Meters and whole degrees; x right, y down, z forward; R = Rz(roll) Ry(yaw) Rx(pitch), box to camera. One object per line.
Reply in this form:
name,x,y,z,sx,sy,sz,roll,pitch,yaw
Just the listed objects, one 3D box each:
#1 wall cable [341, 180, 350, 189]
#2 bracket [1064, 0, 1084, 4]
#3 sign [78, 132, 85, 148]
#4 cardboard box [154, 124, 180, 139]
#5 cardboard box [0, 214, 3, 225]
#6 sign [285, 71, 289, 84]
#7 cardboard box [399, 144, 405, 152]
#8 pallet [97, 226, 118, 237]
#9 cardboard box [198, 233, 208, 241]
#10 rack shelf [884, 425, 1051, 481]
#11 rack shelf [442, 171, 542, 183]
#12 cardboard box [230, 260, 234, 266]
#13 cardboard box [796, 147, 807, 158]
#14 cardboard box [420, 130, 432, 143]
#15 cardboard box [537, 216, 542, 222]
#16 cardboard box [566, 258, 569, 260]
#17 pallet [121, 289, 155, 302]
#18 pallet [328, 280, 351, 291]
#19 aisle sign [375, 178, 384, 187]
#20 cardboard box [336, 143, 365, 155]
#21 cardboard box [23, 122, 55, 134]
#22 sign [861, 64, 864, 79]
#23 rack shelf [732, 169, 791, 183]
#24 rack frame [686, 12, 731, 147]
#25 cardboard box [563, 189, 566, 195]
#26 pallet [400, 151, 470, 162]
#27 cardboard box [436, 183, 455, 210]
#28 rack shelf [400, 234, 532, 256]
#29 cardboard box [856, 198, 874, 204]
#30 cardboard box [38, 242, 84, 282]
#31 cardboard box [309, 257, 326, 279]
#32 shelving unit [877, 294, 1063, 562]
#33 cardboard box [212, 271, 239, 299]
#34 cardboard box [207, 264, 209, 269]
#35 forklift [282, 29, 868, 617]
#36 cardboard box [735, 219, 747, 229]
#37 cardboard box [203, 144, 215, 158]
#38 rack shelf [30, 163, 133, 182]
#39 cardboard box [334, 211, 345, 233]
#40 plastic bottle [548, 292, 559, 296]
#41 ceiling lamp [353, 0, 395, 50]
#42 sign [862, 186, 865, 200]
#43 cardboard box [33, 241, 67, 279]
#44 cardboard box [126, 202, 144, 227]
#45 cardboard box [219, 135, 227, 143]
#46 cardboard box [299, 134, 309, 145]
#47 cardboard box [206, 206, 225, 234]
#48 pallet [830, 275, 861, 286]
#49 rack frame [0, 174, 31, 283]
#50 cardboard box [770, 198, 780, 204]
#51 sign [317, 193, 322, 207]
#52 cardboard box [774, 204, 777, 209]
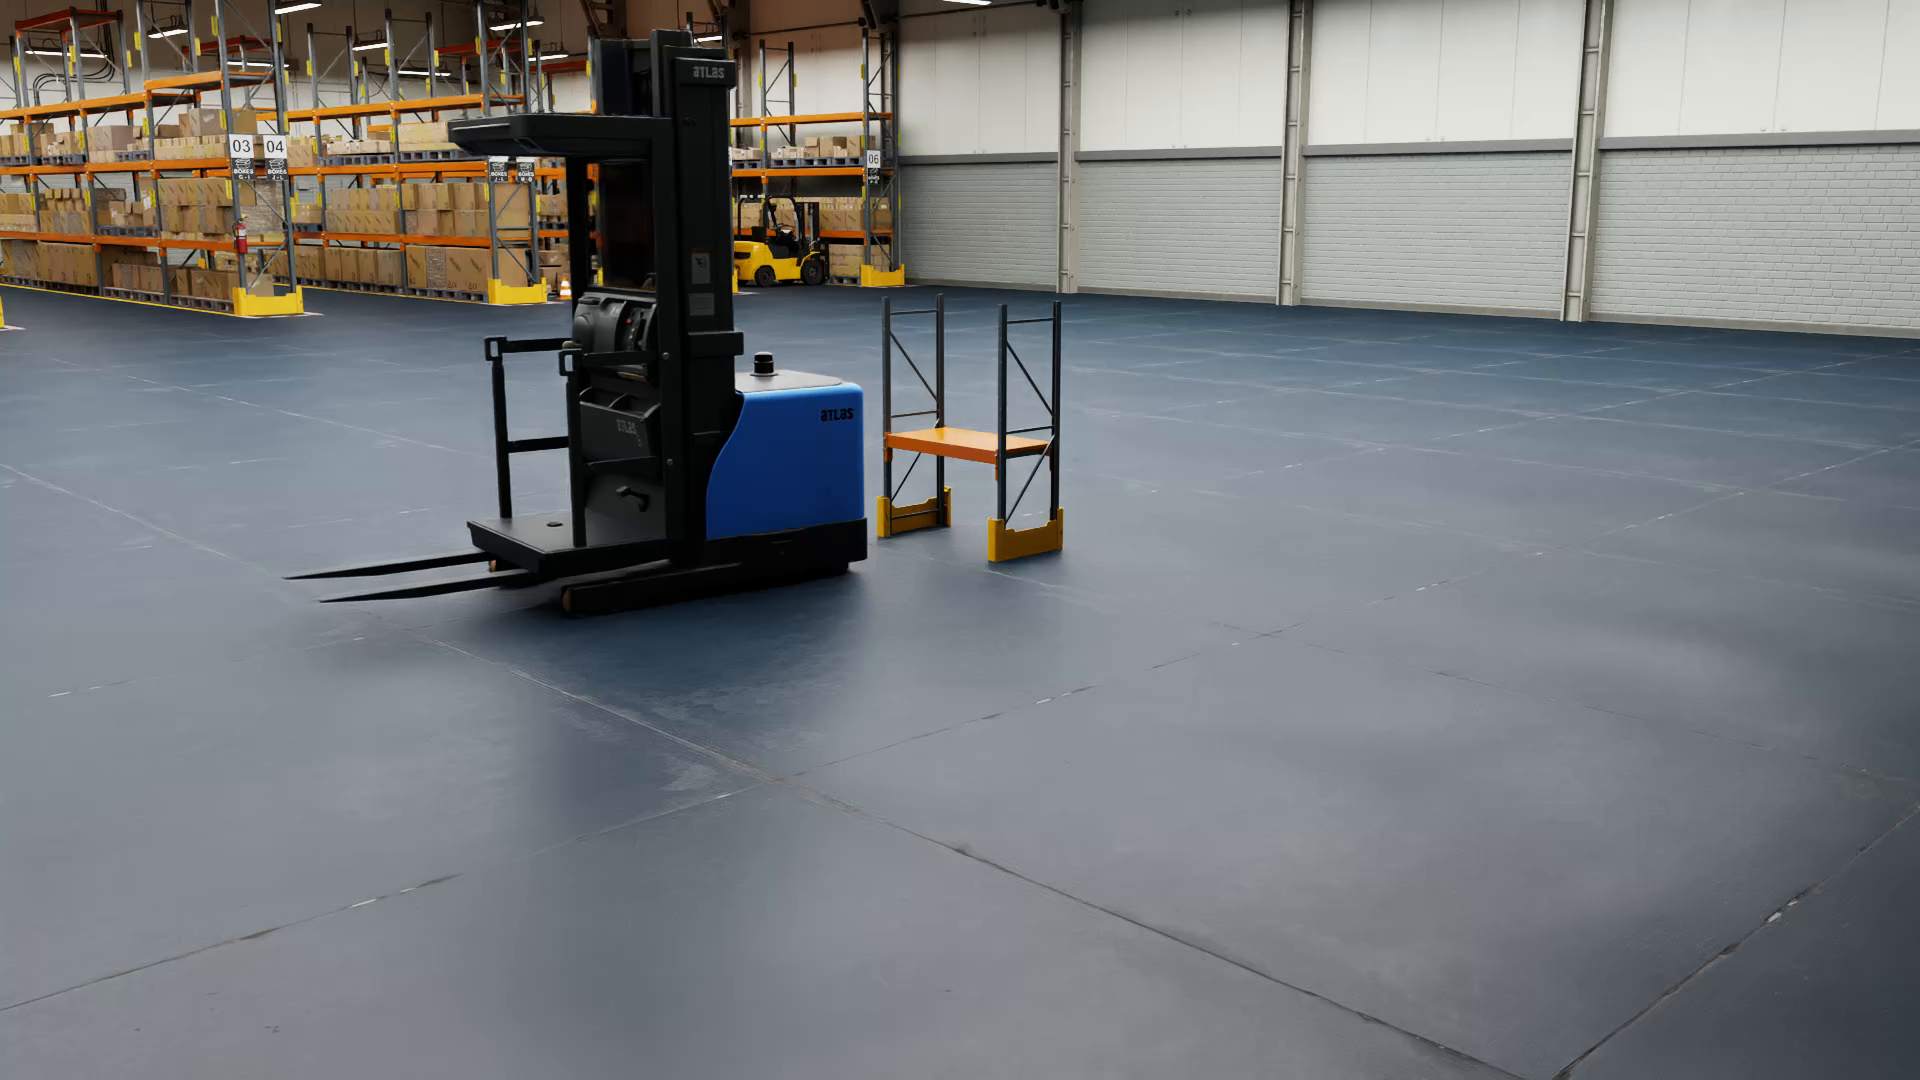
wall cable,-19.427,-10.848,53.114,0.588,1.984,0.122,-11,16,-43
bracket,2.448,-11.631,35.646,0.235,0.232,0.430,-11,16,-43
sign,-18.583,-8.468,35.168,0.100,0.325,0.005,-11,16,-43
cardboard box,-15.667,-8.007,33.111,0.637,0.503,0.797,11,16,42
cardboard box,-23.201,-7.840,40.666,0.500,0.250,0.500,-11,16,-43
sign,-16.884,-11.595,41.681,0.100,0.325,0.005,-11,16,-43
cardboard box,-11.751,-8.376,35.533,0.380,0.149,0.250,-11,16,-43
pallet,-17.607,-6.600,35.487,1.213,0.211,1.003,-11,16,-43
cardboard box,-14.110,-5.709,31.313,0.380,0.149,0.250,-11,16,-43
rack shelf,0.059,-0.546,10.236,0.538,0.185,1.000,-11,16,-43
rack shelf,-12.390,-9.573,43.790,1.077,0.370,4.000,-11,16,-43
cardboard box,-18.919,-7.287,43.633,0.380,0.149,0.250,-10,15,-40
cardboard box,-3.854,-9.671,41.532,0.258,0.266,0.396,11,16,44
cardboard box,-10.923,-8.414,34.731,0.500,0.250,0.500,-11,16,-43
cardboard box,-10.417,-8.038,41.574,0.380,0.149,0.250,-11,16,-42
cardboard box,-10.111,-6.892,41.902,0.950,0.372,0.625,-11,16,-44
pallet,-16.799,-5.125,34.763,1.003,0.211,1.213,-11,16,-43
pallet,-14.029,-5.968,38.856,1.003,0.211,1.213,-11,16,-43
aisle sign,-16.793,-10.575,47.863,0.394,0.787,0.004,-11,16,-43
cardboard box,-13.833,-8.900,37.827,0.500,0.250,0.500,-10,16,-41
cardboard box,-21.584,-9.645,38.964,0.500,0.250,0.500,10,16,41
sign,-2.299,-11.050,39.232,0.100,0.325,0.005,-11,16,-43
rack shelf,-6.040,-9.681,44.317,1.077,0.370,4.000,-11,16,-43
rack frame,-5.484,-9.935,36.331,1.000,3.000,0.127,-11,16,-43
cardboard box,-9.420,-8.470,40.454,0.250,0.149,0.380,11,16,43
pallet,-11.199,-8.180,35.470,1.003,0.211,1.213,-11,16,-43
cardboard box,-10.418,-7.181,34.785,0.875,0.550,0.500,-11,16,-43
rack shelf,-10.376,-6.231,35.006,1.077,0.370,4.000,-11,16,-43
cardboard box,-2.297,-8.224,40.302,0.380,0.149,0.250,-11,16,-42
cardboard box,-20.482,-6.441,38.466,1.225,0.875,0.875,-11,16,-42
cardboard box,-15.163,-6.500,39.683,0.500,0.500,0.500,-11,16,-43
shelving unit,0.053,-0.723,10.206,0.587,1.500,1.083,-11,16,-43
cardboard box,-13.927,-4.867,31.754,0.500,0.500,0.500,-9,15,-37
cardboard box,-19.914,-7.315,44.508,0.380,0.149,0.250,-10,16,-41
forklift,-2.018,-1.162,8.787,3.031,2.935,1.130,-9,14,-36
cardboard box,-5.548,-8.309,43.677,0.500,0.250,0.500,-11,16,-43
cardboard box,-13.515,-7.118,30.467,0.500,0.250,0.500,-11,16,-42
rack shelf,-19.558,-8.192,37.087,1.077,0.370,4.000,-11,16,-43
cardboard box,-14.051,-7.331,38.315,0.500,0.500,0.500,-11,16,-43
plastic bottle,-8.915,-5.380,36.372,0.283,0.061,0.133,6,13,26
ceiling lamp,-14.775,-14.119,42.174,0.800,3.185,2.000,-11,16,-43
sign,-2.299,-8.298,39.798,0.100,0.325,0.005,-11,16,-43
cardboard box,-21.337,-6.639,39.428,0.875,0.875,0.875,-11,16,-43
cardboard box,-16.678,-6.696,34.180,0.797,0.503,0.637,-9,15,-37
cardboard box,-13.069,-7.203,29.891,0.380,0.149,0.250,-11,16,-43
cardboard box,-15.352,-9.448,39.258,0.396,0.266,0.258,-11,16,-43
cardboard box,-13.444,-5.950,30.875,0.875,0.500,0.500,-11,16,-43
pallet,-2.455,-6.429,41.091,1.003,0.211,1.213,-11,16,-43
rack frame,-23.701,-7.950,41.568,1.000,3.000,0.127,-11,16,-43
cardboard box,-4.654,-8.697,42.598,0.380,0.149,0.250,-10,16,-41
sign,-14.905,-7.911,38.701,0.100,0.325,0.005,-11,16,-43
cardboard box,-4.629,-8.556,42.651,0.380,0.149,0.250,-11,16,-43
